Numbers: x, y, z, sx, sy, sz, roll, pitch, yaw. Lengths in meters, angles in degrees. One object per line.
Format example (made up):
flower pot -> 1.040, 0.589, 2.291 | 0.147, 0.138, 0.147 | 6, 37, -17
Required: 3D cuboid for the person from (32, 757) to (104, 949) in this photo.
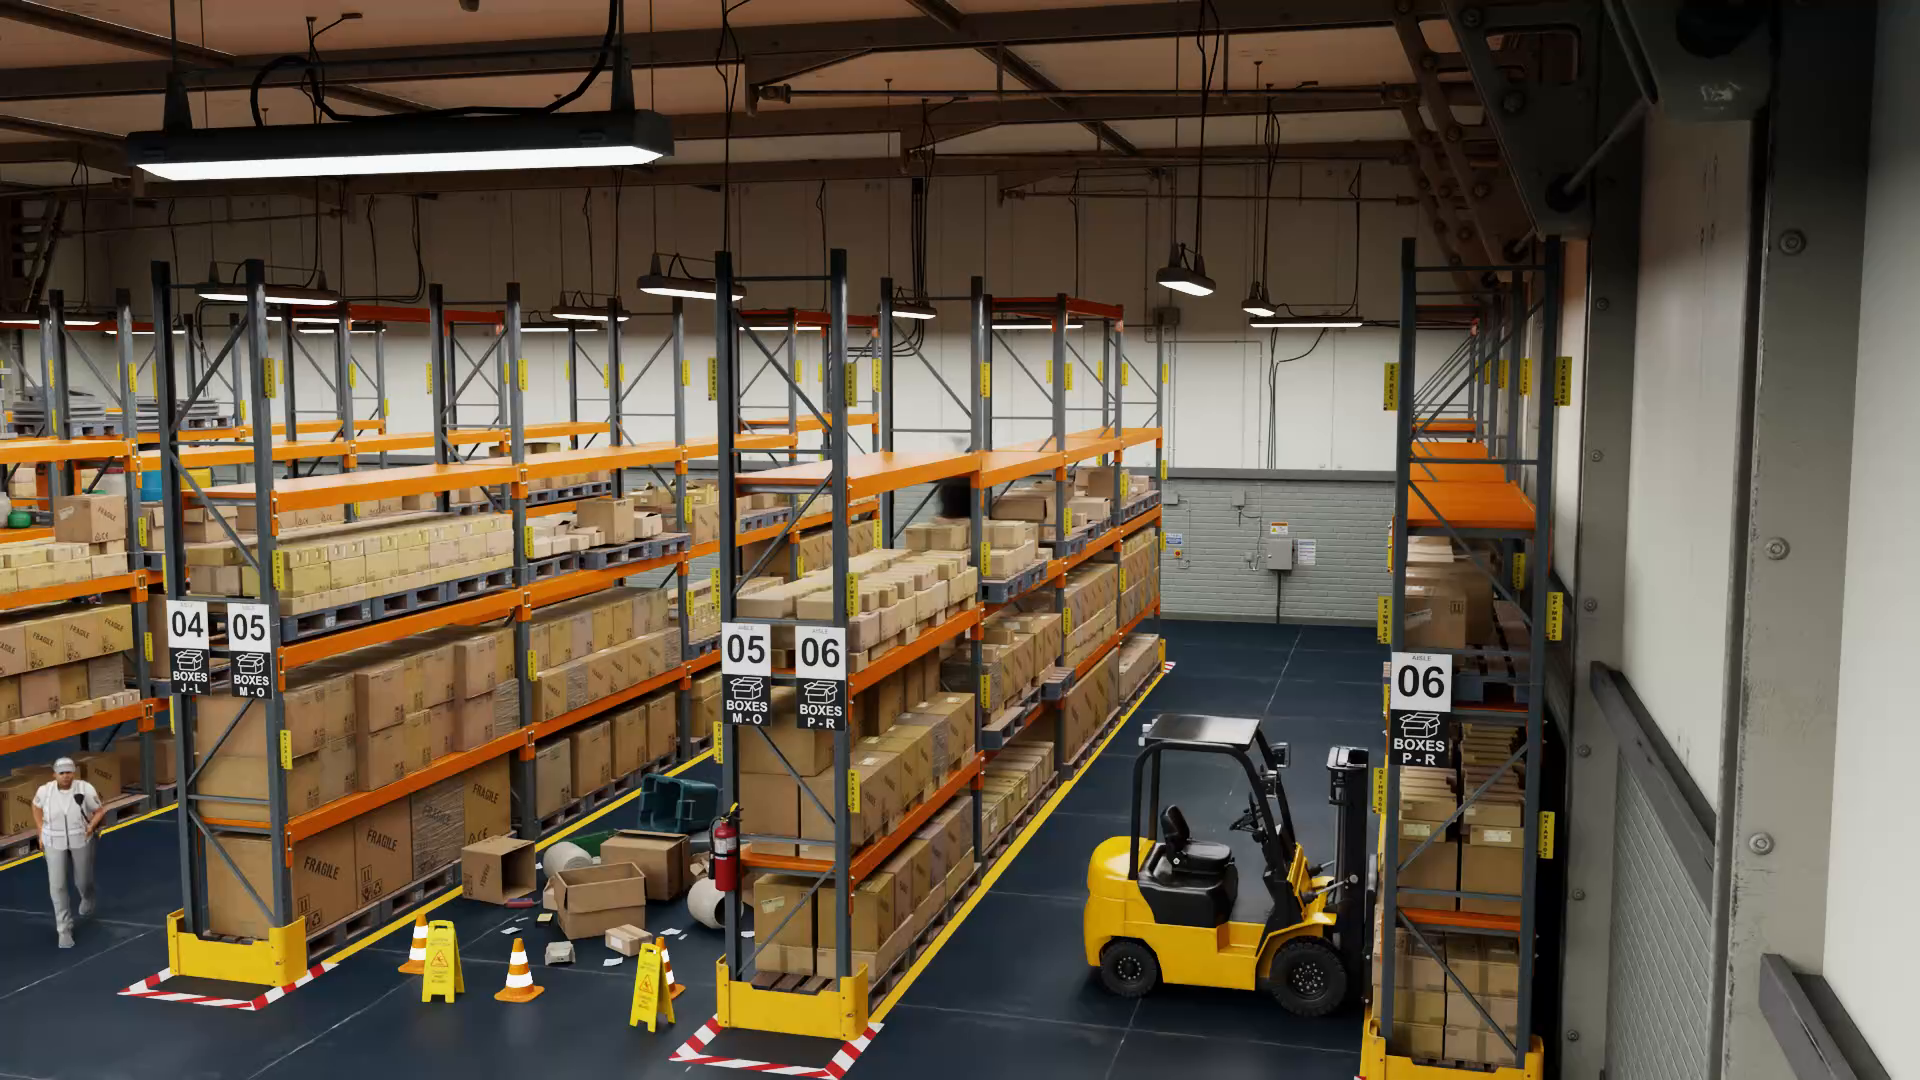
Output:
person -> -8.079, 2.762, 15.093 | 0.582, 1.670, 0.913 | -3, 7, -25
